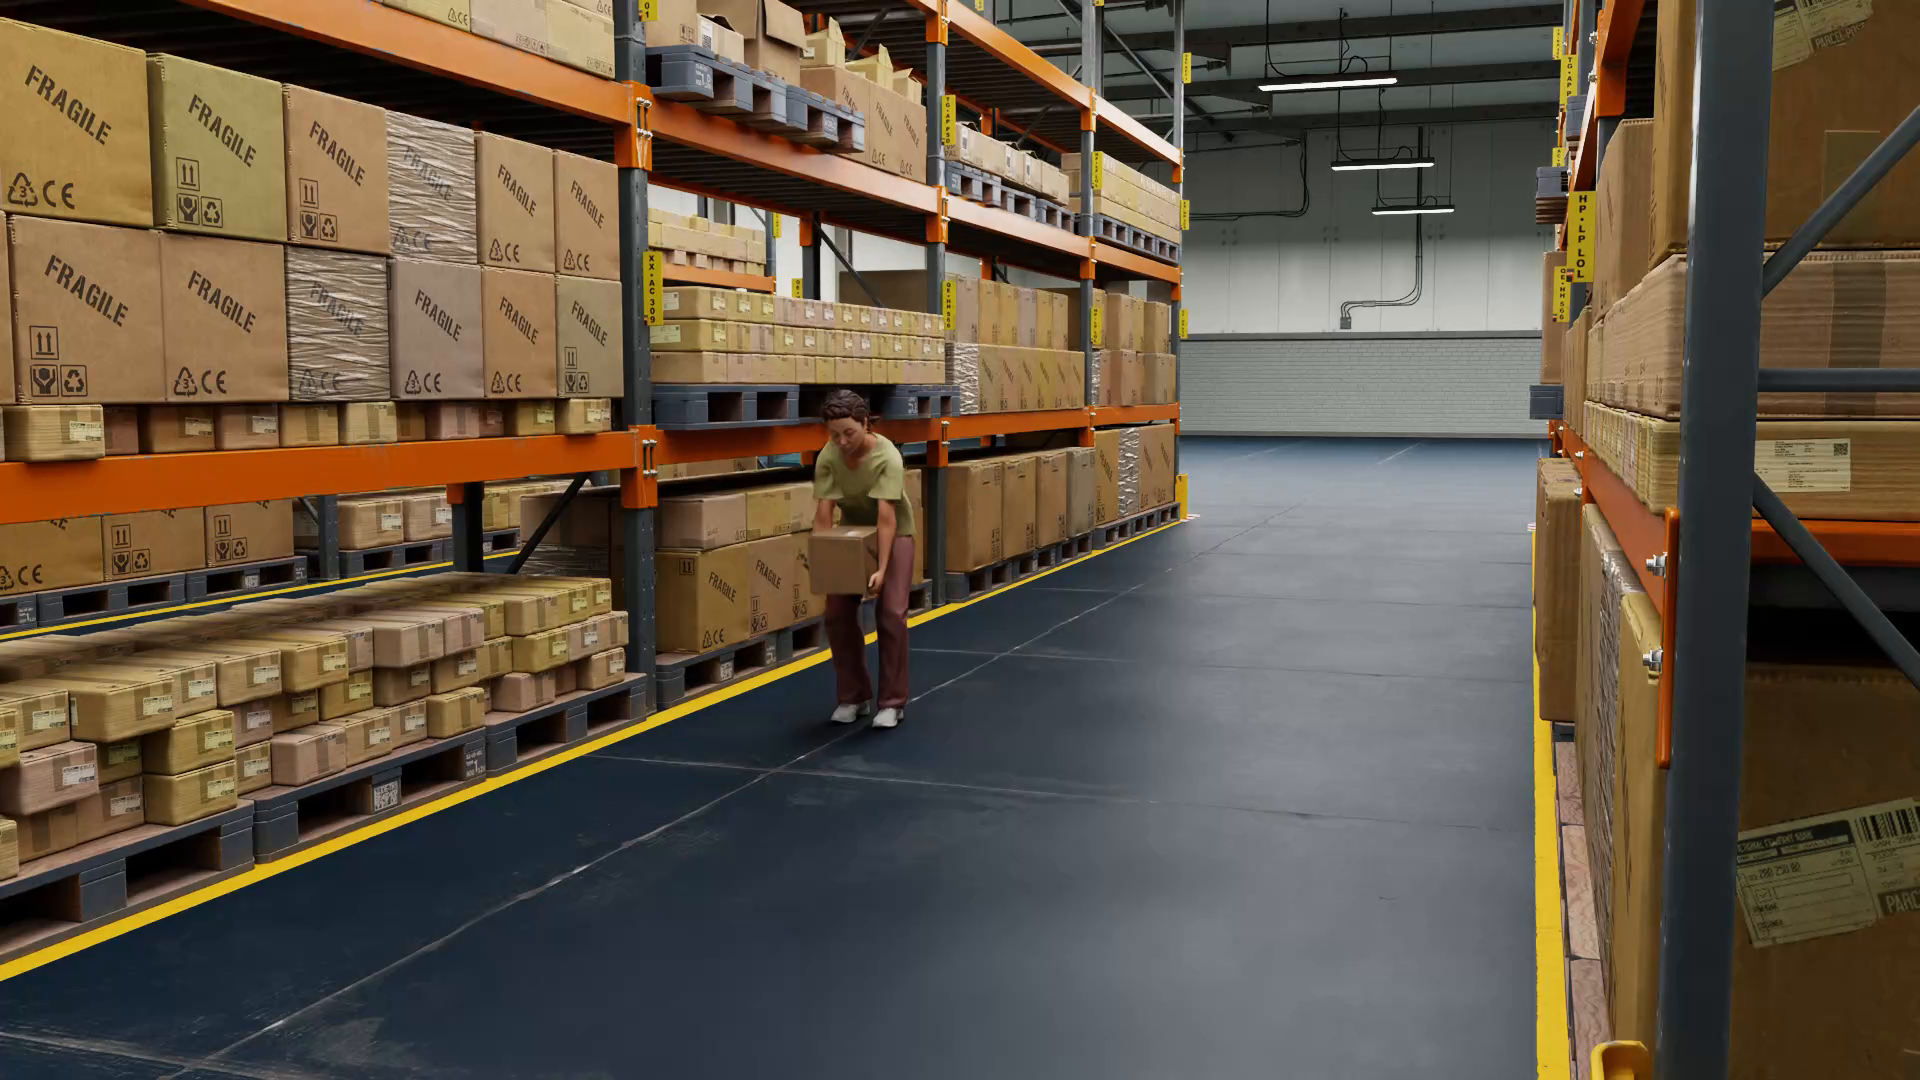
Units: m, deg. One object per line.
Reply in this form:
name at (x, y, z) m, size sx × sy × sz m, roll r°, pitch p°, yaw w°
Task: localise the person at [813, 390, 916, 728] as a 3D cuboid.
person at (-0.428, 0.087, 7.298) m, size 0.414 × 1.490 × 0.684 m, roll 2°, pitch 6°, yaw 17°
